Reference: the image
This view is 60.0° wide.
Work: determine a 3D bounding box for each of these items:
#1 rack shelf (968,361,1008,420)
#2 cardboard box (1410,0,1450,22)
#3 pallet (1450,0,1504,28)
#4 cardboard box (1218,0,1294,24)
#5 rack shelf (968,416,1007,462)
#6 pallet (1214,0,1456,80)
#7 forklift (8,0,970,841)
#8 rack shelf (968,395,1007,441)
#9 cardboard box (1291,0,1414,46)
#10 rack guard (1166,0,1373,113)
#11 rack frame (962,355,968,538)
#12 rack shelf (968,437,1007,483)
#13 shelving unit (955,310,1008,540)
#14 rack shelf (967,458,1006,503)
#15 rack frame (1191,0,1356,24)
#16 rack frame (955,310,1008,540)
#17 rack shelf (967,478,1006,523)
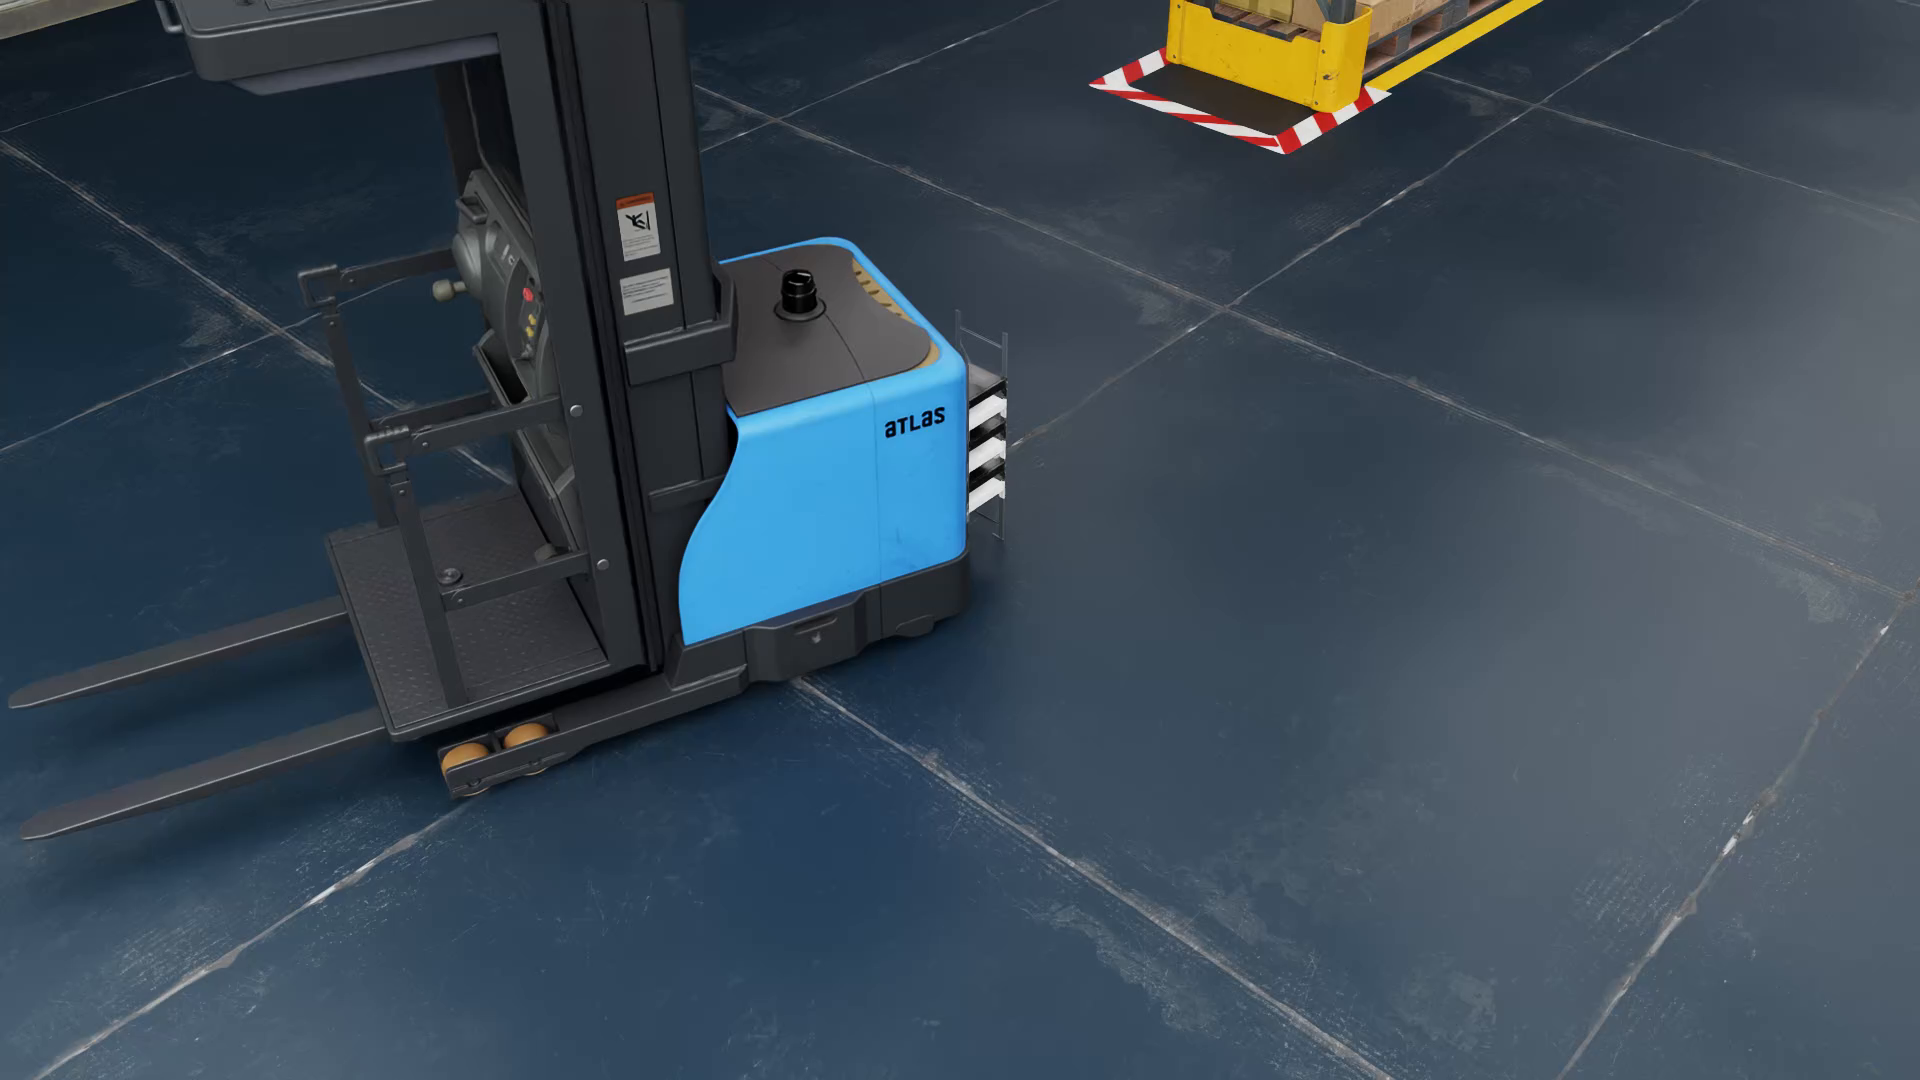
[{"bbox_3d":[0.005,-0.541,5.827,0.258,0.077,0.200,30,47,32],"label":"rack shelf"},{"bbox_3d":[2.612,-3.336,9.907,0.500,0.250,0.500,30,47,32],"label":"cardboard box"},{"bbox_3d":[3.060,-3.699,10.732,1.003,0.211,1.213,30,47,32],"label":"pallet"},{"bbox_3d":[1.895,-3.322,9.889,0.500,0.250,0.500,30,47,32],"label":"cardboard box"},{"bbox_3d":[0.005,-0.400,5.939,0.258,0.077,0.200,30,47,32],"label":"rack shelf"},{"bbox_3d":[2.237,-3.141,10.030,1.003,0.211,1.213,30,47,32],"label":"pallet"},{"bbox_3d":[-1.516,-0.719,4.800,3.031,2.935,1.130,-18,42,-21],"label":"forklift"},{"bbox_3d":[0.005,-0.471,5.883,0.258,0.077,0.200,30,47,32],"label":"rack shelf"},{"bbox_3d":[2.278,-3.104,9.616,0.500,0.250,0.500,30,47,32],"label":"cardboard box"},{"bbox_3d":[1.736,-2.874,9.463,1.175,0.500,0.348,30,47,32],"label":"rack guard"},{"bbox_3d":[-0.063,-0.309,5.916,0.240,0.900,0.006,30,47,32],"label":"rack frame"},{"bbox_3d":[0.005,-0.330,5.995,0.258,0.077,0.200,30,47,32],"label":"rack shelf"},{"bbox_3d":[0.005,-0.356,5.975,0.258,0.900,0.210,30,47,32],"label":"shelving unit"},{"bbox_3d":[0.005,-0.259,6.051,0.258,0.077,0.200,30,47,32],"label":"rack shelf"},{"bbox_3d":[1.752,-3.863,8.698,1.000,3.000,0.127,30,47,32],"label":"rack frame"},{"bbox_3d":[0.074,-0.403,6.033,0.240,0.900,0.006,30,47,32],"label":"rack frame"},{"bbox_3d":[0.005,-0.189,6.107,0.258,0.077,0.200,30,47,32],"label":"rack shelf"}]
